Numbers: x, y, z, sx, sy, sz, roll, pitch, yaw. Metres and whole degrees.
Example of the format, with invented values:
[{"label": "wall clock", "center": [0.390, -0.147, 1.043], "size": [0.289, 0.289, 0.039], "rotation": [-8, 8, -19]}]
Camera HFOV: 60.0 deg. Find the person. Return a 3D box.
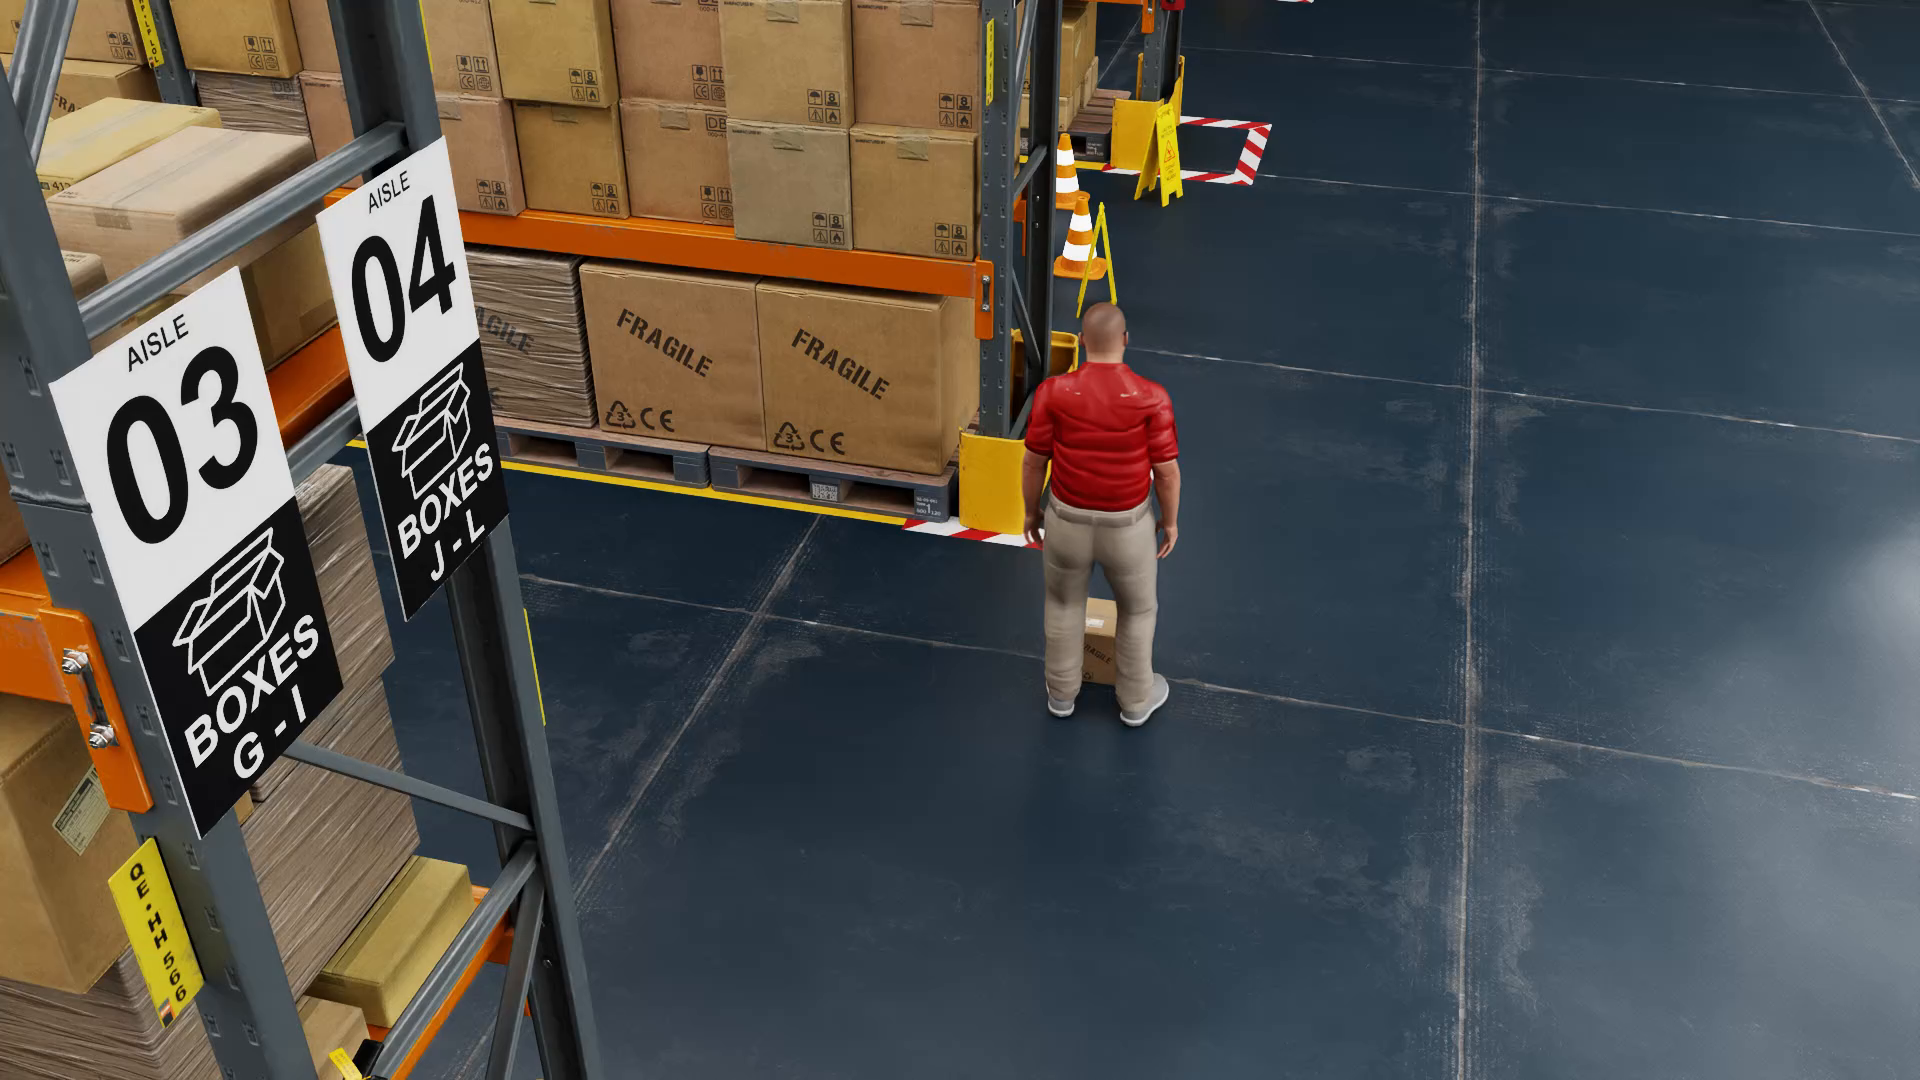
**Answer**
[{"label": "person", "center": [0.536, 0.005, 6.306], "size": [0.592, 1.551, 0.394], "rotation": [6, 33, 9]}]
